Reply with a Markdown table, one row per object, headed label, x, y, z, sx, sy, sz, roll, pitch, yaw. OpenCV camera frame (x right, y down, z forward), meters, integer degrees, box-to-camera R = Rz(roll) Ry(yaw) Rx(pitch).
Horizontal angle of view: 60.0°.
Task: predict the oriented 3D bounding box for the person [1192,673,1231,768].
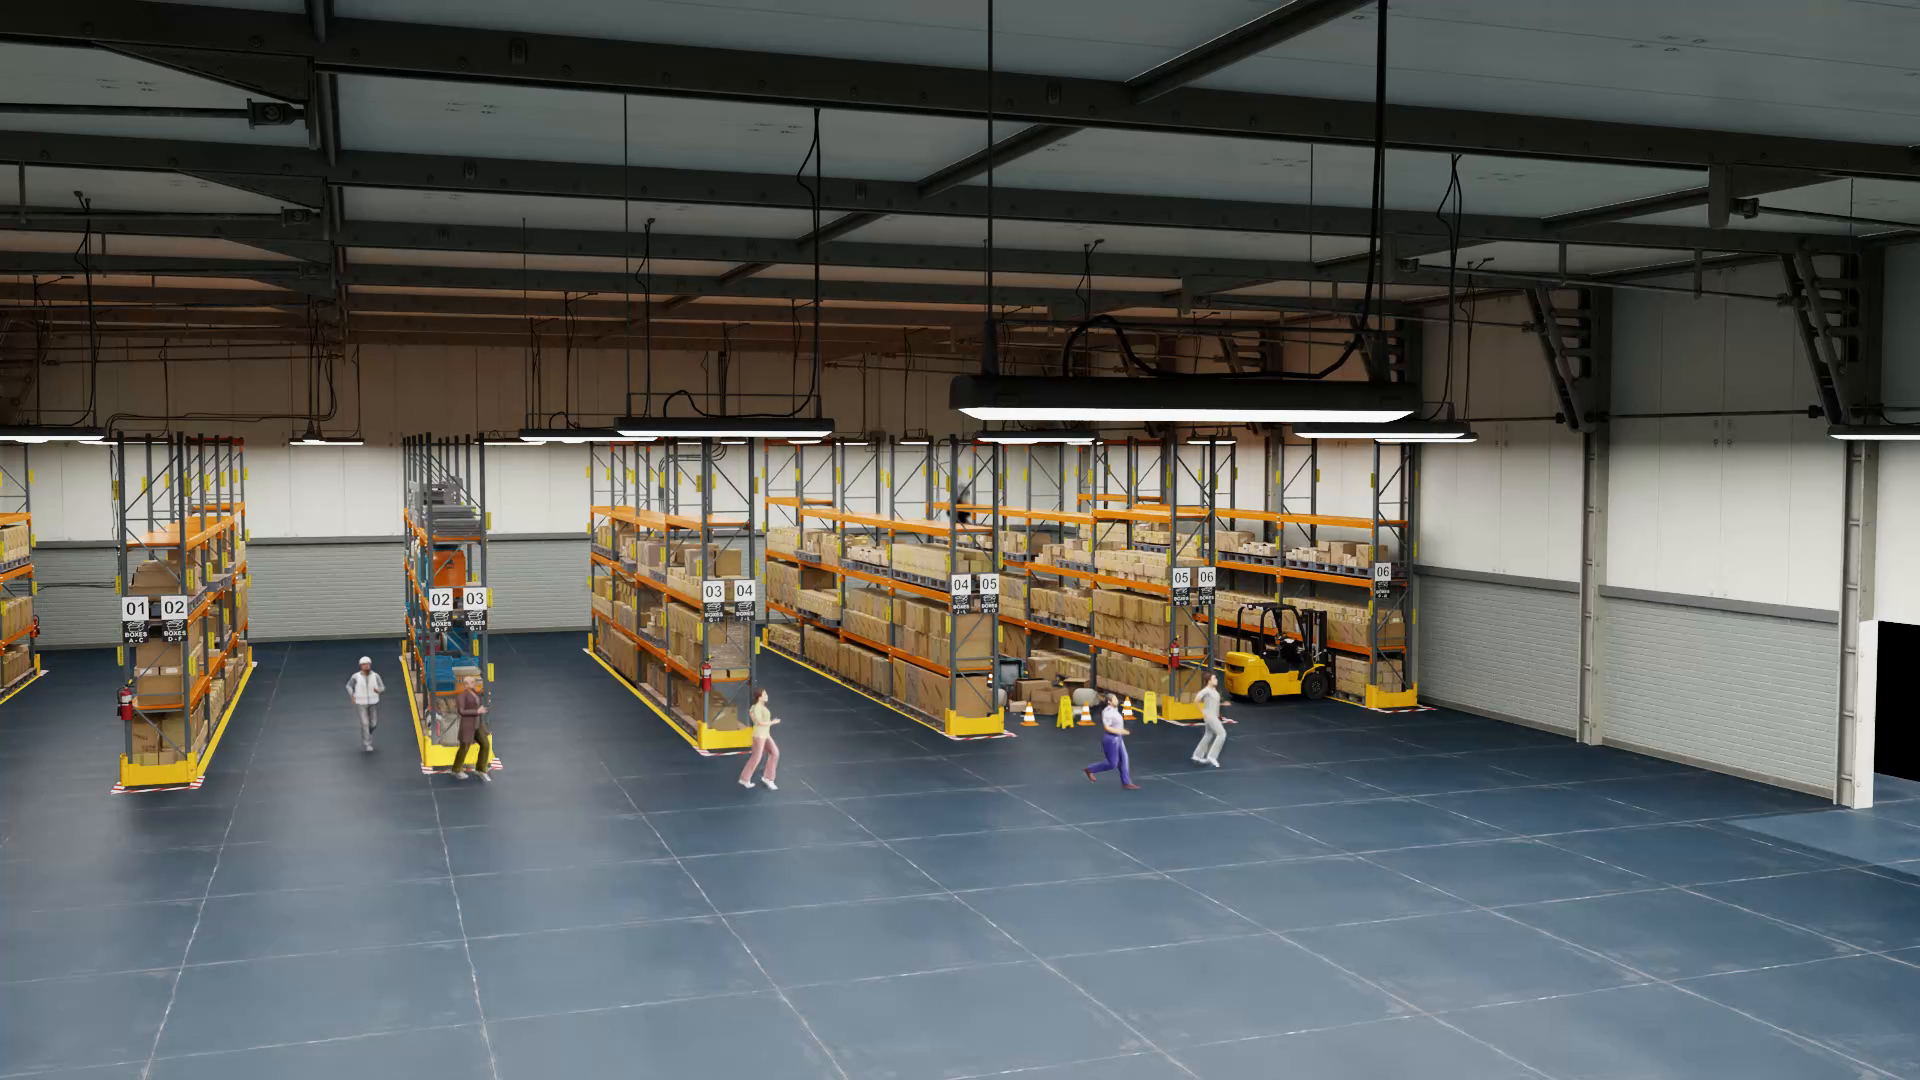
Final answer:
| label | x | y | z | sx | sy | sz | roll | pitch | yaw |
| --- | --- | --- | --- | --- | --- | --- | --- | --- | --- |
| person | 4.515 | 3.230 | 29.890 | 0.712 | 1.696 | 0.535 | 1 | 3 | 23 |

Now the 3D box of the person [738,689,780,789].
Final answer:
| label | x | y | z | sx | sy | sz | roll | pitch | yaw |
| --- | --- | --- | --- | --- | --- | --- | --- | --- | --- |
| person | -3.355 | 3.343 | 27.825 | 0.727 | 1.729 | 0.596 | 0 | 3 | 6 |

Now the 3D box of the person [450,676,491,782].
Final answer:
| label | x | y | z | sx | sy | sz | roll | pitch | yaw |
| --- | --- | --- | --- | --- | --- | --- | --- | --- | --- |
| person | -8.399 | 3.249 | 28.532 | 0.786 | 1.841 | 0.702 | 1 | 3 | 22 |

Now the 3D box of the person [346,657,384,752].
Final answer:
| label | x | y | z | sx | sy | sz | roll | pitch | yaw |
| --- | --- | --- | --- | --- | --- | --- | --- | --- | --- |
| person | -11.248 | 3.088 | 31.507 | 0.666 | 1.750 | 0.930 | -2 | 4 | -33 |

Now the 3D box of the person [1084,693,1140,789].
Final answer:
| label | x | y | z | sx | sy | sz | roll | pitch | yaw |
| --- | --- | --- | --- | --- | --- | --- | --- | --- | --- |
| person | 2.557 | 3.367 | 27.855 | 0.932 | 1.614 | 0.621 | 1 | 3 | 15 |
